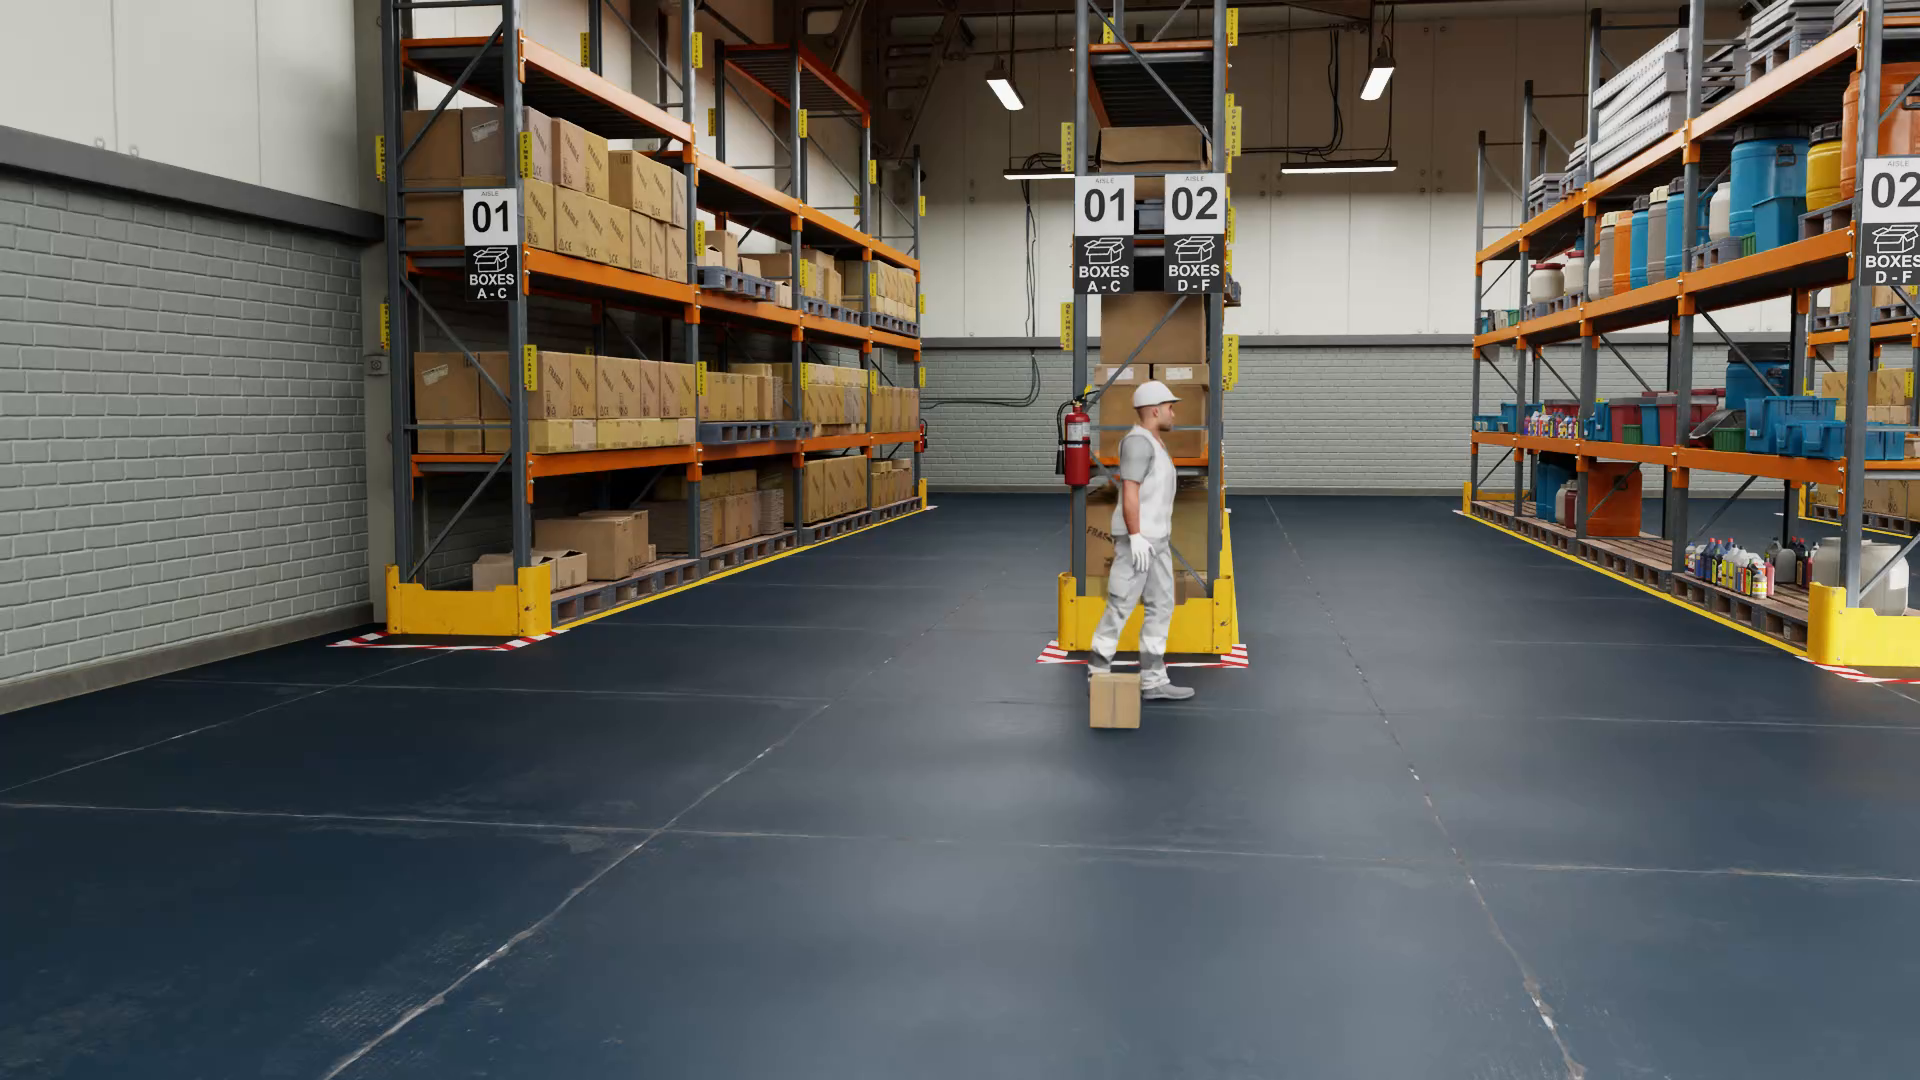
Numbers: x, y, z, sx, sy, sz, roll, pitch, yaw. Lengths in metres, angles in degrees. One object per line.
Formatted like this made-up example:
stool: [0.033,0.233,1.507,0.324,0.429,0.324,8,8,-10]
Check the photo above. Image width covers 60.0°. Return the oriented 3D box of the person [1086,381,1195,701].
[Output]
person: [1.005,0.012,9.272,0.564,1.788,0.570,2,5,21]
